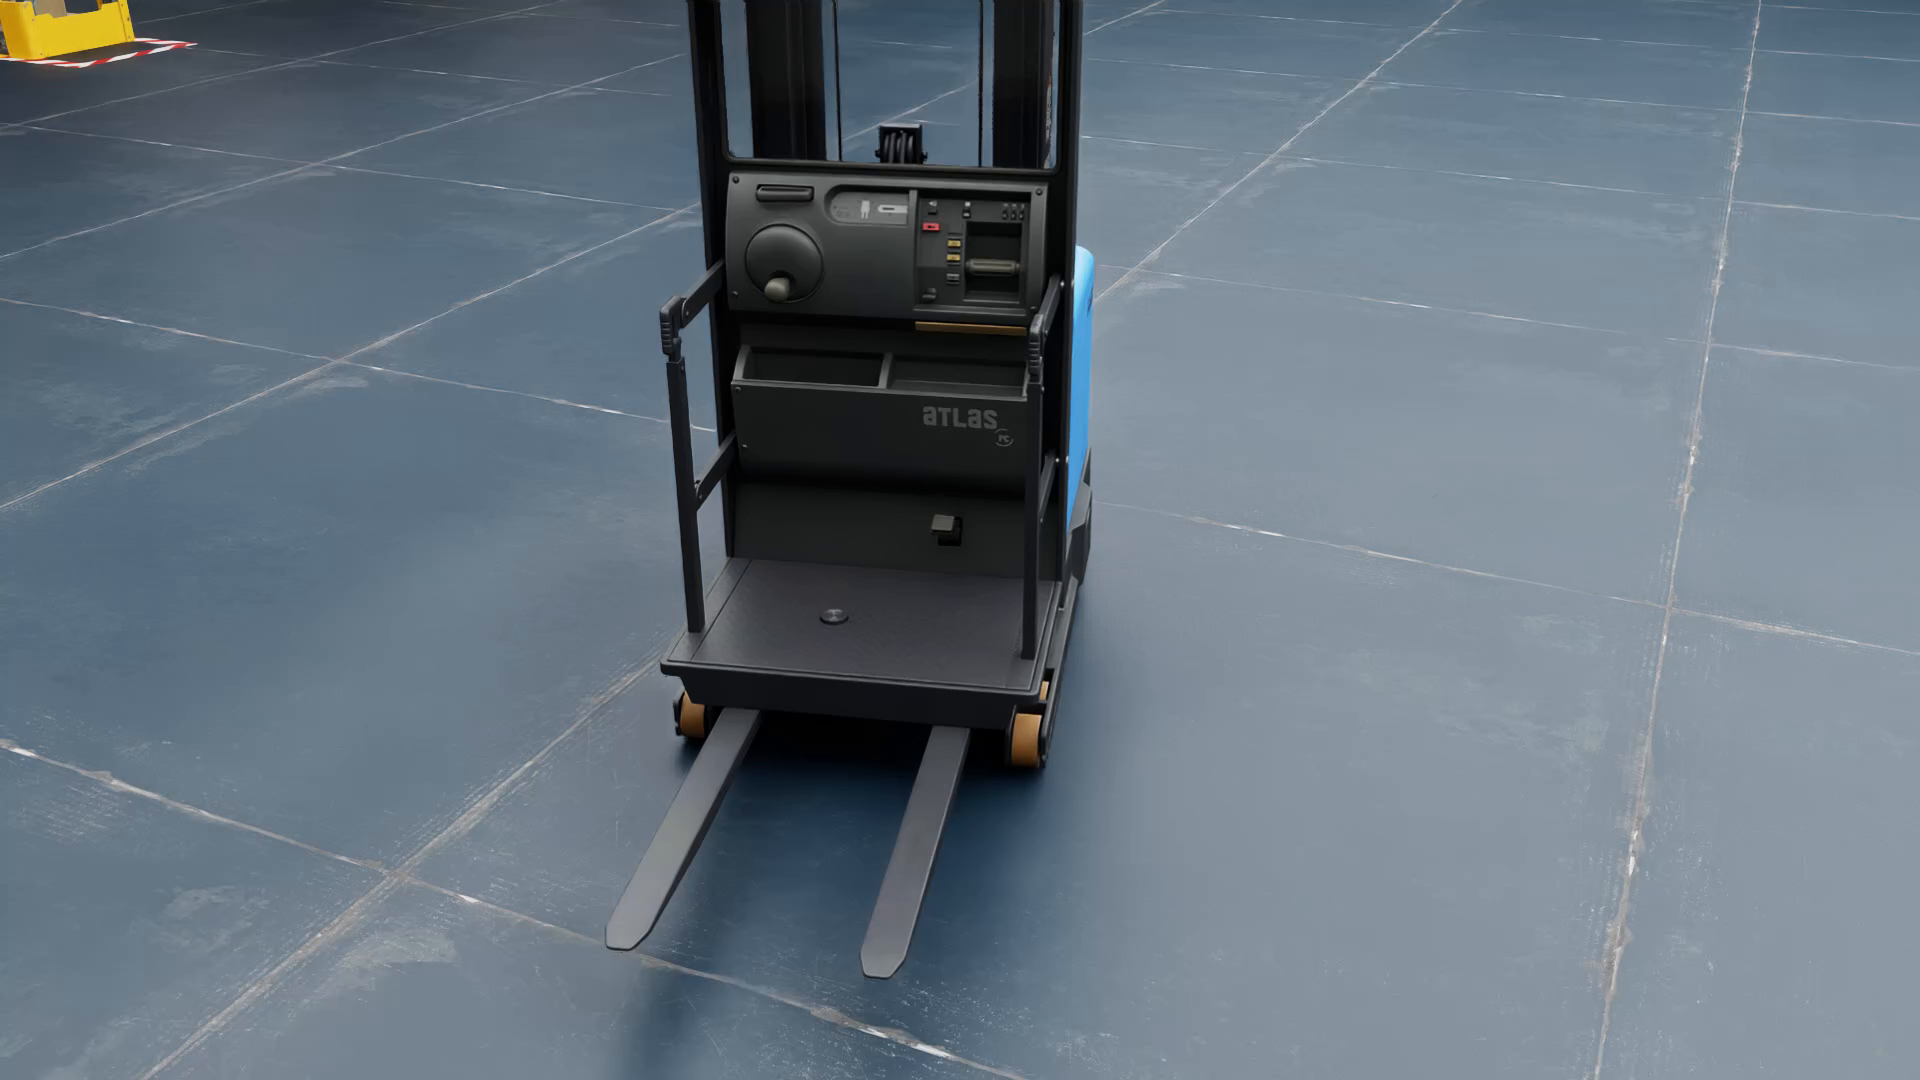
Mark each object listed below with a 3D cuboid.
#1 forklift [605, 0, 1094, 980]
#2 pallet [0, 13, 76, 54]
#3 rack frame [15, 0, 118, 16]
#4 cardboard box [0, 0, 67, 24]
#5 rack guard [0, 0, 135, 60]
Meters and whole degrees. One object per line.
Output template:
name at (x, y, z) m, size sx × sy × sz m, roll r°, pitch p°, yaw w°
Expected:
forklift at (-0.248, -0.812, 4.581) m, size 1.130 × 2.935 × 3.031 m, roll 4°, pitch 27°, yaw 8°
pallet at (-9.057, -4.879, 15.921) m, size 1.213 × 0.211 × 1.003 m, roll 11°, pitch 28°, yaw 22°
rack frame at (-8.263, -5.953, 14.946) m, size 0.127 × 3.000 × 1.000 m, roll 11°, pitch 28°, yaw 22°
cardboard box at (-8.825, -5.141, 15.651) m, size 0.500 × 0.500 × 0.500 m, roll 17°, pitch 31°, yaw 31°
rack guard at (-8.332, -4.846, 15.527) m, size 0.348 × 0.500 × 1.175 m, roll 11°, pitch 28°, yaw 22°
